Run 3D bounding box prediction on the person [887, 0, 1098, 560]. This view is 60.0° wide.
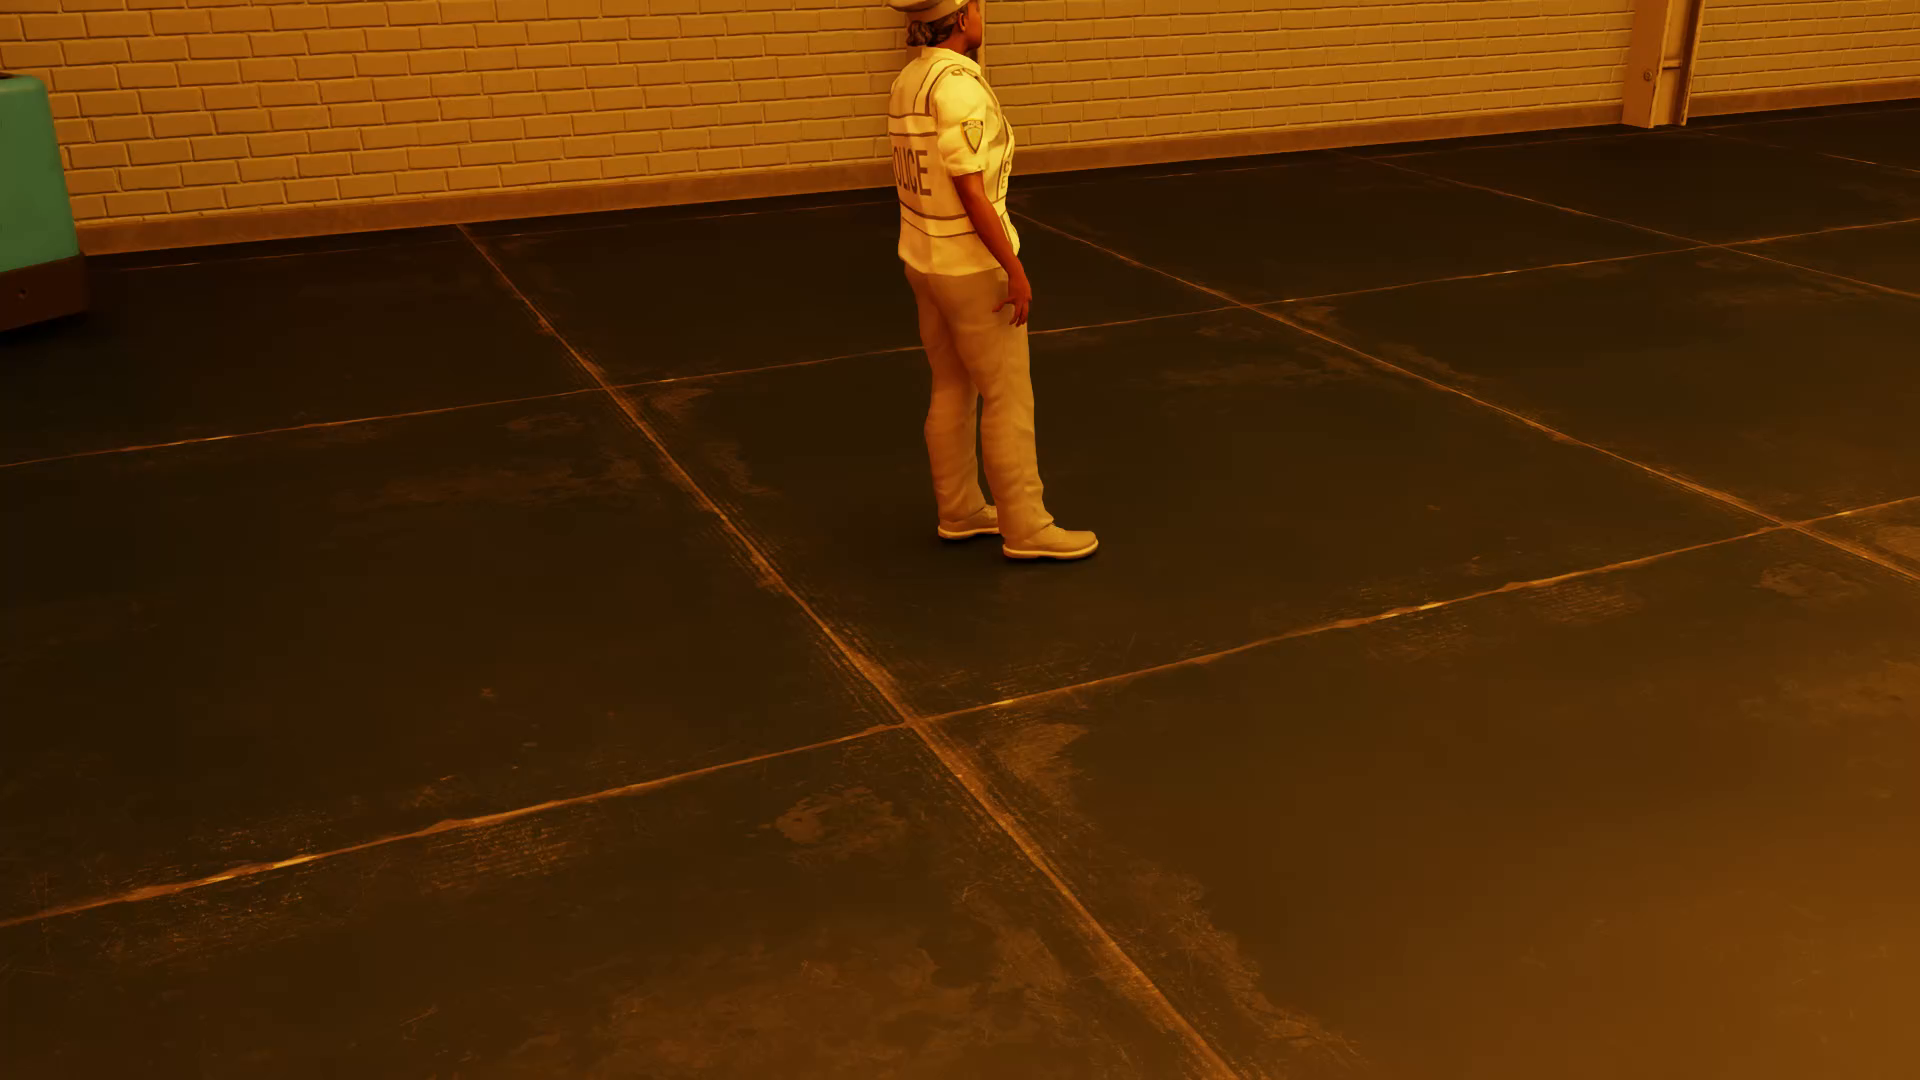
[{"bbox_3d":[0.076,-0.794,4.791,0.530,1.695,0.569,-10,25,-23],"label":"person"}]

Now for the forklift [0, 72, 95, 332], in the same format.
[{"bbox_3d":[-5.406,-2.430,7.136,3.031,2.935,1.130,11,25,26],"label":"forklift"}]
